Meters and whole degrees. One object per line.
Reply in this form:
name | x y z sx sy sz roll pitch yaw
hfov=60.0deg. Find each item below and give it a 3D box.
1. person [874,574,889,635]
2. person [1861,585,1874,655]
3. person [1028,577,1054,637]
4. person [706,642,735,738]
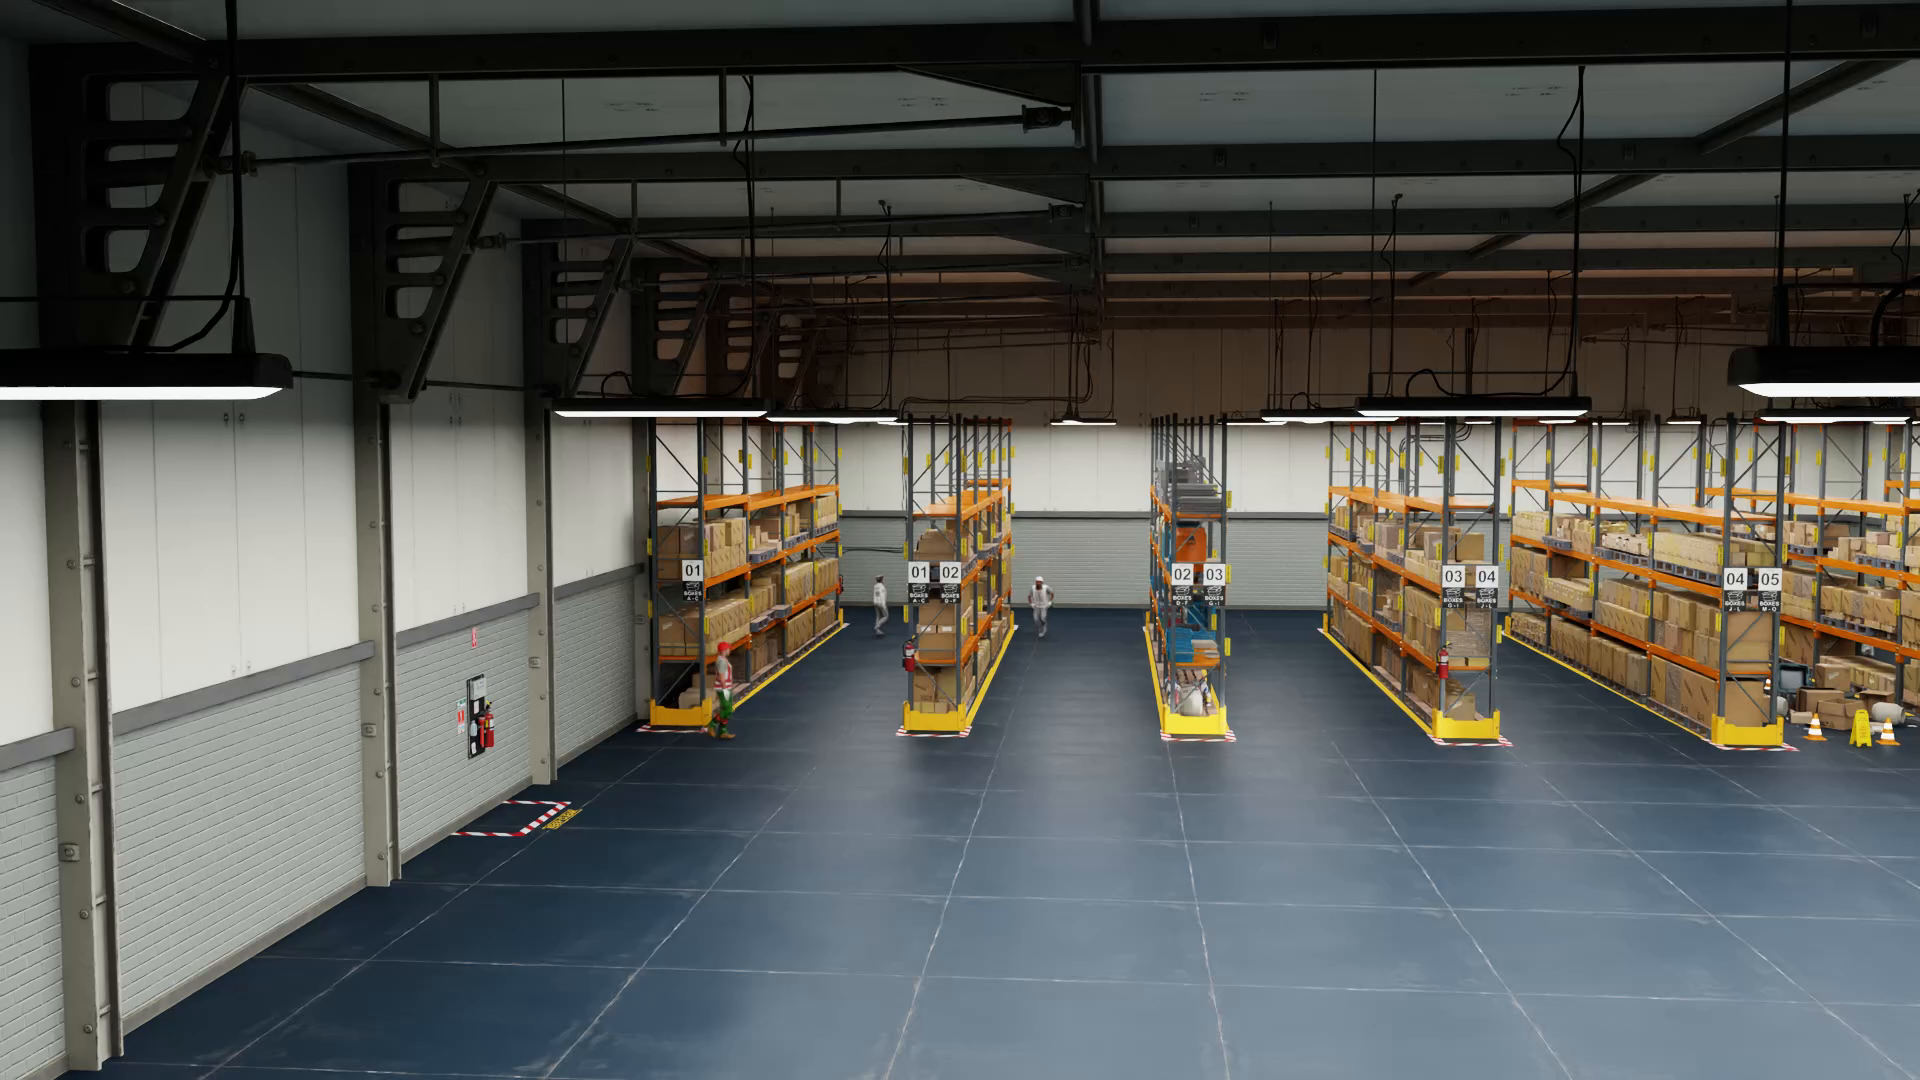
person | -2.243 1.792 46.004 0.449 1.677 0.514 -2 4 -31
person | 22.801 2.012 41.817 0.594 1.769 0.535 -1 4 -20
person | 2.209 1.824 45.518 0.712 1.683 0.649 1 4 14
person | -4.396 2.757 30.518 0.512 1.790 0.563 0 4 1
